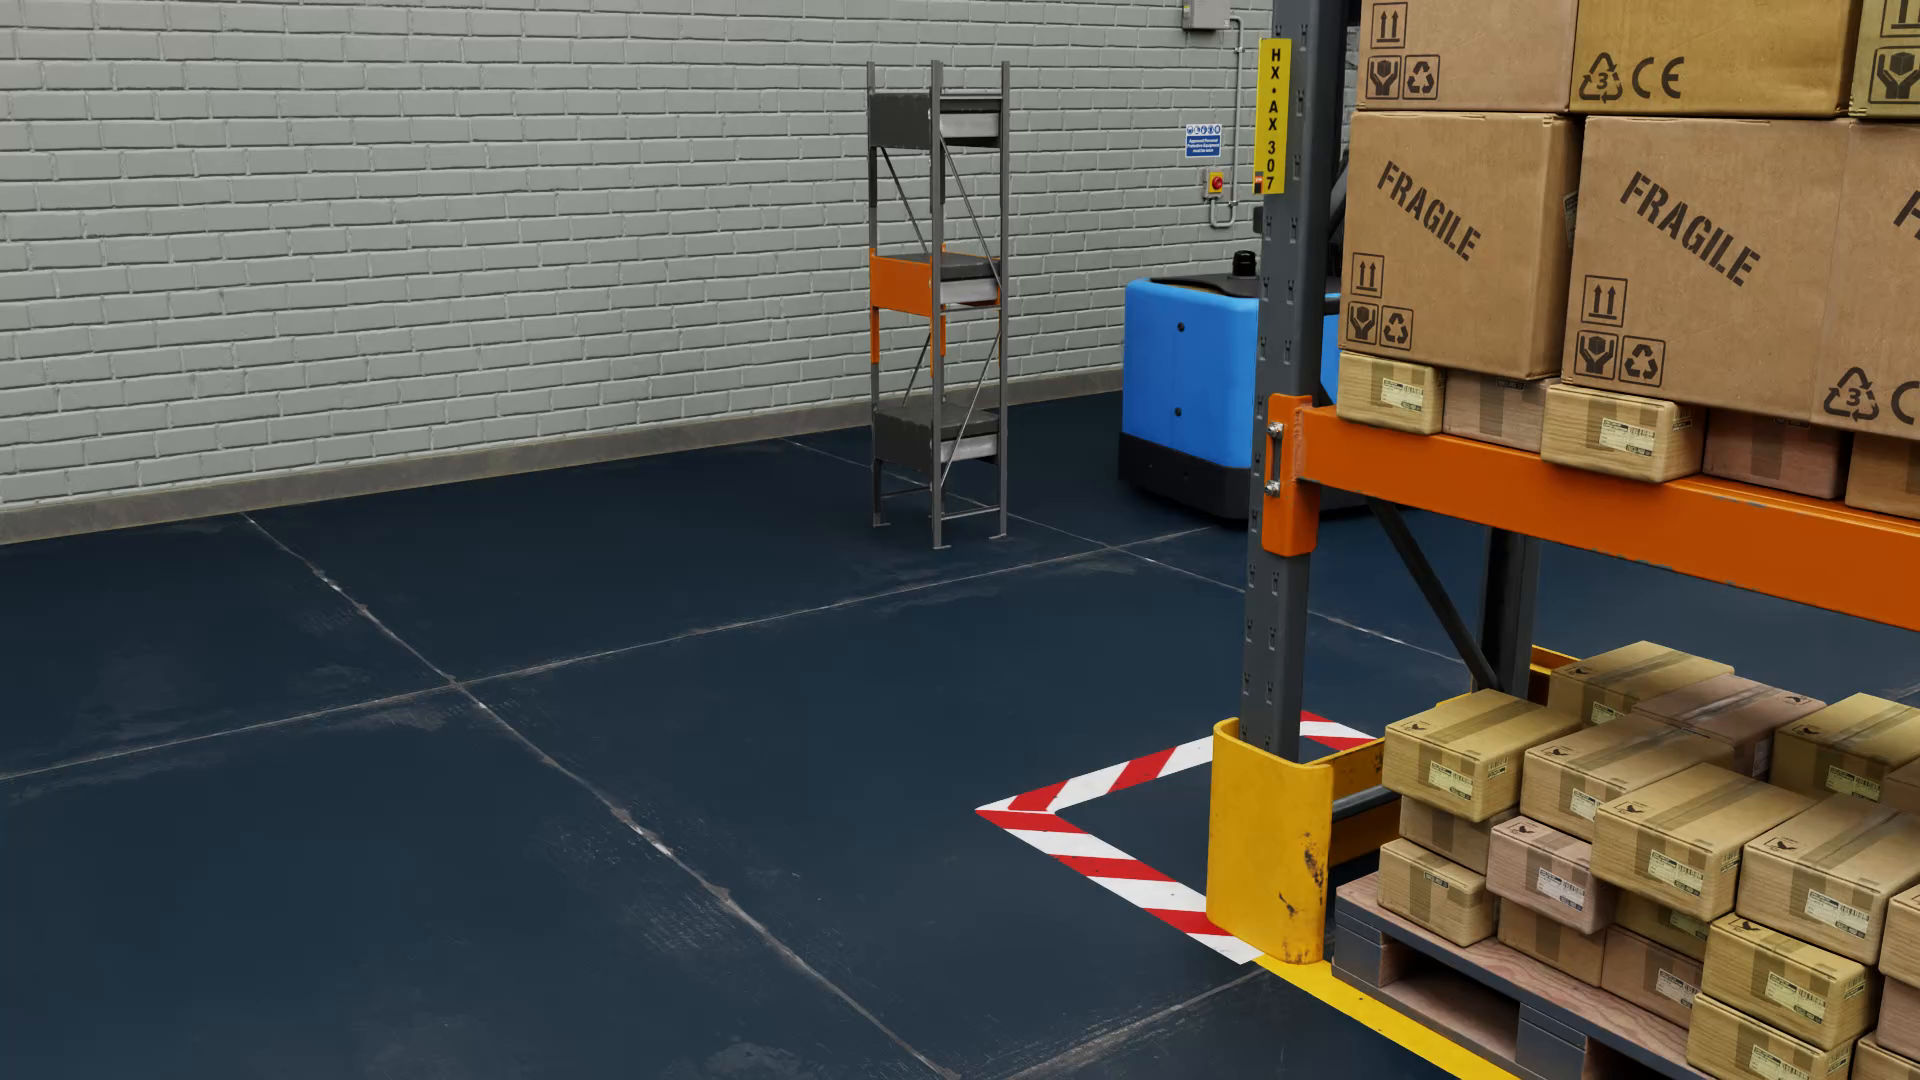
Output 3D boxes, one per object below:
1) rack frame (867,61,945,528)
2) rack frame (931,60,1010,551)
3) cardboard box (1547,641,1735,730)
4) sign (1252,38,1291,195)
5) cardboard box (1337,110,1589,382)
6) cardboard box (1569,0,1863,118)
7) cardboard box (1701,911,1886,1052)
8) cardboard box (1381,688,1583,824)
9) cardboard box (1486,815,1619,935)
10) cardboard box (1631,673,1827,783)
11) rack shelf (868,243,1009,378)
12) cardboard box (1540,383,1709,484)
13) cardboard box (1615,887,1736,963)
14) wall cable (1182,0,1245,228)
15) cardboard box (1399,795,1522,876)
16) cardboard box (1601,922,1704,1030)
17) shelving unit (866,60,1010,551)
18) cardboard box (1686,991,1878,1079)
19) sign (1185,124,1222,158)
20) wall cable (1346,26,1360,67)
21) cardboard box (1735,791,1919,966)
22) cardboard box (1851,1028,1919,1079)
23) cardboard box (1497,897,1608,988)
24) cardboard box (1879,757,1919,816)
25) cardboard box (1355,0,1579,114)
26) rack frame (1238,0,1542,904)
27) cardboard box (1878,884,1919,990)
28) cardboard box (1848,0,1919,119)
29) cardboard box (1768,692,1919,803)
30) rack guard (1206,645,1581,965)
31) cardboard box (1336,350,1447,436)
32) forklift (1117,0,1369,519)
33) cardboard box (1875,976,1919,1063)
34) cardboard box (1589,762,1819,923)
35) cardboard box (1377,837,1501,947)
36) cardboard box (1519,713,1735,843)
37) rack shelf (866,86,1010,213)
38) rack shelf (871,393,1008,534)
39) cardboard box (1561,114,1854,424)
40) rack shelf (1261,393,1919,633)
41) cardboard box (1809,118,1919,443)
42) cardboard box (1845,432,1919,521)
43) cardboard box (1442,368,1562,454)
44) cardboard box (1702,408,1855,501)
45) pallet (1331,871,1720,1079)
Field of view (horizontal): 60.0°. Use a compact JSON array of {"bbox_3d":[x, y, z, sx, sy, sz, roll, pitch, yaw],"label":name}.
[{"bbox_3d":[-0.241,-1.100,7.618,0.400,2.100,0.015,-11,19,-35],"label":"rack frame"},{"bbox_3d":[0.046,-0.996,7.238,0.400,2.100,0.015,-11,19,-35],"label":"rack frame"},{"bbox_3d":[1.633,0.377,3.994,0.380,0.149,0.250,-11,19,-34],"label":"cardboard box"},{"bbox_3d":[0.678,-0.915,3.599,0.100,0.325,0.005,-11,19,-35],"label":"sign"},{"bbox_3d":[1.157,-0.635,3.462,0.500,0.500,0.500,-10,18,-32],"label":"cardboard box"},{"bbox_3d":[1.467,-1.012,2.946,0.500,0.500,0.500,-10,18,-33],"label":"cardboard box"},{"bbox_3d":[1.611,0.776,3.100,0.380,0.149,0.250,-10,18,-33],"label":"cardboard box"},{"bbox_3d":[1.150,0.468,3.662,0.380,0.149,0.250,-12,19,-37],"label":"cardboard box"},{"bbox_3d":[1.332,0.666,3.503,0.380,0.149,0.250,-11,19,-35],"label":"cardboard box"},{"bbox_3d":[1.734,0.440,3.766,0.380,0.149,0.250,-10,18,-33],"label":"cardboard box"},{"bbox_3d":[-0.097,-1.035,7.432,0.431,0.518,0.480,-11,19,-35],"label":"rack shelf"},{"bbox_3d":[1.340,-0.227,3.200,0.380,0.149,0.250,-12,19,-36],"label":"cardboard box"},{"bbox_3d":[1.548,0.704,3.362,0.380,0.149,0.250,-11,19,-34],"label":"cardboard box"},{"bbox_3d":[1.727,-3.078,11.155,0.585,1.953,0.123,-11,19,-35],"label":"wall cable"},{"bbox_3d":[1.217,0.599,3.748,0.380,0.149,0.250,-10,18,-32],"label":"cardboard box"},{"bbox_3d":[1.537,0.847,3.404,0.380,0.149,0.250,-11,19,-34],"label":"cardboard box"},{"bbox_3d":[-0.097,-1.048,7.428,0.431,2.100,0.503,-11,19,-35],"label":"shelving unit"},{"bbox_3d":[1.599,0.919,3.142,0.380,0.149,0.250,-11,19,-34],"label":"cardboard box"},{"bbox_3d":[1.652,-2.708,11.278,0.327,0.218,0.001,-11,19,-35],"label":"sign"},{"bbox_3d":[2.867,-3.285,11.972,0.588,1.984,0.122,-11,19,-35],"label":"wall cable"},{"bbox_3d":[1.666,0.622,3.099,0.380,0.149,0.250,-12,19,-37],"label":"cardboard box"},{"bbox_3d":[1.826,0.958,2.997,0.380,0.149,0.250,-11,19,-34],"label":"cardboard box"},{"bbox_3d":[1.386,0.795,3.594,0.380,0.149,0.250,-11,19,-35],"label":"cardboard box"},{"bbox_3d":[2.090,0.540,3.398,0.380,0.149,0.250,-12,19,-37],"label":"cardboard box"},{"bbox_3d":[1.166,-1.119,3.336,0.500,0.500,0.500,-11,19,-35],"label":"cardboard box"},{"bbox_3d":[1.116,-0.582,4.021,1.000,3.000,0.127,-11,19,-35],"label":"rack frame"},{"bbox_3d":[1.822,0.683,2.878,0.380,0.149,0.250,-10,18,-32],"label":"cardboard box"},{"bbox_3d":[1.755,-0.898,2.527,0.500,0.500,0.500,-11,19,-36],"label":"cardboard box"},{"bbox_3d":[1.989,0.475,3.636,0.380,0.149,0.250,-11,19,-36],"label":"cardboard box"},{"bbox_3d":[1.161,0.640,4.292,1.175,0.500,0.348,-11,19,-35],"label":"rack guard"},{"bbox_3d":[1.042,-0.341,3.616,0.380,0.149,0.250,-11,19,-35],"label":"cardboard box"},{"bbox_3d":[2.353,-1.734,8.359,3.031,2.935,1.130,-8,17,-26],"label":"forklift"},{"bbox_3d":[1.844,0.818,2.947,0.380,0.149,0.250,-12,19,-37],"label":"cardboard box"},{"bbox_3d":[1.454,0.582,3.246,0.380,0.149,0.250,-11,19,-35],"label":"cardboard box"},{"bbox_3d":[1.165,0.752,3.752,0.380,0.149,0.250,-10,18,-33],"label":"cardboard box"},{"bbox_3d":[1.409,0.508,3.515,0.380,0.149,0.250,-10,18,-34],"label":"cardboard box"},{"bbox_3d":[-0.097,-1.710,7.247,0.431,0.518,0.480,-11,19,-35],"label":"rack shelf"},{"bbox_3d":[-0.097,-0.360,7.616,0.431,0.518,0.480,-11,19,-35],"label":"rack shelf"},{"bbox_3d":[1.492,-0.525,3.059,0.500,0.500,0.500,-11,19,-34],"label":"cardboard box"},{"bbox_3d":[2.292,0.192,2.556,1.077,0.370,4.000,-11,19,-35],"label":"rack shelf"},{"bbox_3d":[1.770,-0.418,2.669,0.500,0.500,0.500,-11,19,-34],"label":"cardboard box"},{"bbox_3d":[1.743,-0.131,2.850,0.380,0.149,0.250,-11,19,-35],"label":"cardboard box"},{"bbox_3d":[1.225,-0.293,3.440,0.380,0.149,0.250,-10,18,-33],"label":"cardboard box"},{"bbox_3d":[1.603,-0.193,3.076,0.380,0.149,0.250,-10,18,-32],"label":"cardboard box"},{"bbox_3d":[1.610,0.958,3.676,1.003,0.211,1.213,-11,19,-35],"label":"pallet"}]
